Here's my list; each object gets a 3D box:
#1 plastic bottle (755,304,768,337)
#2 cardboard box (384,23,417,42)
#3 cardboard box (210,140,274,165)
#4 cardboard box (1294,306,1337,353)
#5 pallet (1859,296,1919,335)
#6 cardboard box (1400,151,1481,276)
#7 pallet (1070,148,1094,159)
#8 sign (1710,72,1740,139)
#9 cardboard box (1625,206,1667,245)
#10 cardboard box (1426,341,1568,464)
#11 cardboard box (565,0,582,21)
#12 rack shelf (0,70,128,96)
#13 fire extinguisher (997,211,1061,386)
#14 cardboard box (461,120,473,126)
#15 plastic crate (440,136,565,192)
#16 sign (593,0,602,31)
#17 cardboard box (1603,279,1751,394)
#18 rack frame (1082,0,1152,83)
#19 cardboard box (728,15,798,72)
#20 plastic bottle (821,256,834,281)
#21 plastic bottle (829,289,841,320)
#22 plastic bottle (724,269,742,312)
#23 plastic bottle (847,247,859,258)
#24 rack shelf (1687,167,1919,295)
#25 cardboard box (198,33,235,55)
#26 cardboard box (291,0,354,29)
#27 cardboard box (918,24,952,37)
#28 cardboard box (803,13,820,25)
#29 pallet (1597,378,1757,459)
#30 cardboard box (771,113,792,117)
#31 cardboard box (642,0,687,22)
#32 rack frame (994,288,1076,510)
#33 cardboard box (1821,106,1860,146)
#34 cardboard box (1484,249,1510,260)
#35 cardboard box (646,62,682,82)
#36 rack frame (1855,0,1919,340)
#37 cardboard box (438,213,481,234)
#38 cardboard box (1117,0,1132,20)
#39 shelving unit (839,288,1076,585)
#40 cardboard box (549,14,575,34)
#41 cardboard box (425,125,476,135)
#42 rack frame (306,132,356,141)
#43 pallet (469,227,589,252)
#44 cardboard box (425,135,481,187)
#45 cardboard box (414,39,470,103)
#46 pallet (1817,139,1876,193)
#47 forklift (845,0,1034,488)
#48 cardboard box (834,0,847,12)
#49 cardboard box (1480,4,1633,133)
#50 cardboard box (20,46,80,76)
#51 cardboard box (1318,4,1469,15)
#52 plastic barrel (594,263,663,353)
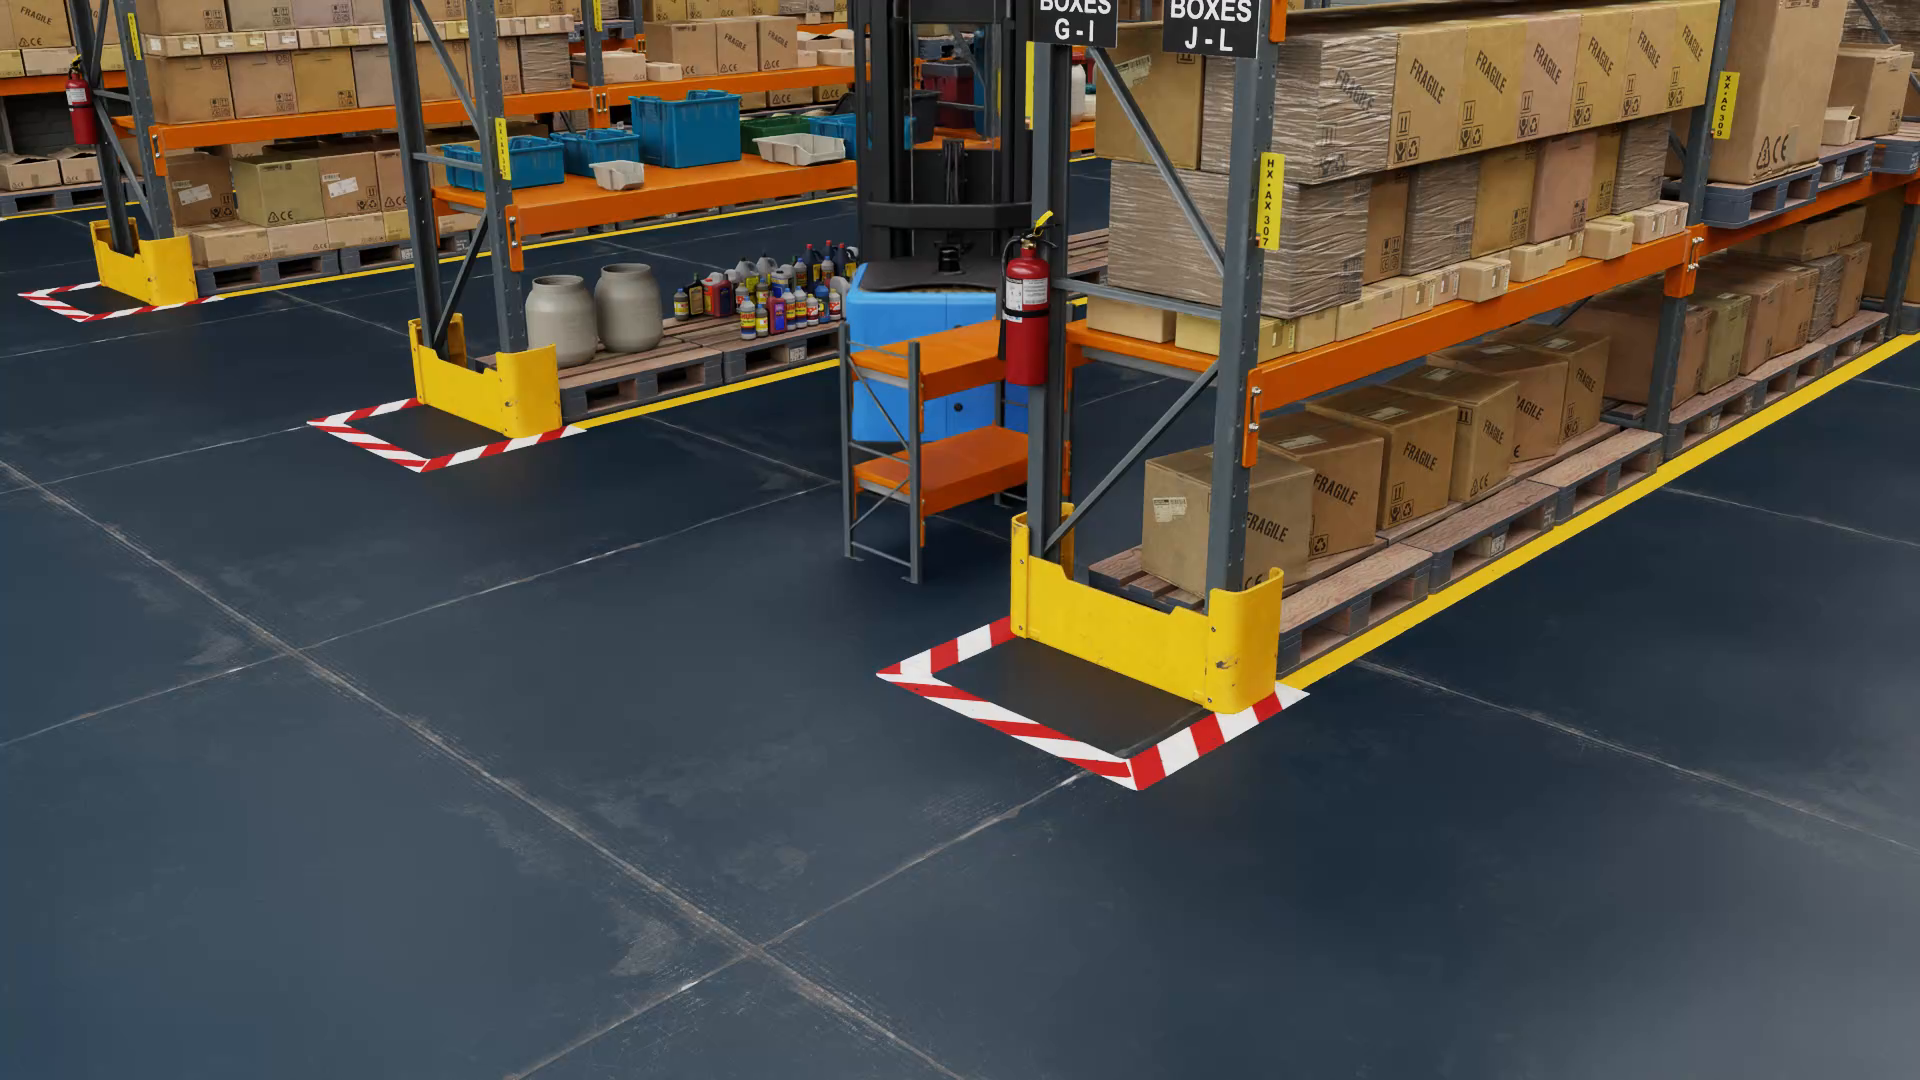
[{"bbox_3d":[-1.315,-1.449,10.952,0.097,0.201,0.097,0,21,0],"label":"plastic bottle"},{"bbox_3d":[-4.737,-4.235,13.869,0.250,0.149,0.380,-19,28,-40],"label":"cardboard box"},{"bbox_3d":[-7.878,-4.405,18.225,0.500,0.500,0.500,17,27,37],"label":"cardboard box"},{"bbox_3d":[1.231,-0.852,6.460,0.380,0.149,0.250,19,28,41],"label":"cardboard box"},{"bbox_3d":[6.858,-1.834,12.553,1.003,0.211,1.213,19,28,41],"label":"pallet"},{"bbox_3d":[1.720,-1.492,7.222,0.875,0.500,0.500,19,28,41],"label":"cardboard box"},{"bbox_3d":[1.409,-4.941,20.635,1.003,0.211,1.213,19,28,41],"label":"pallet"},{"bbox_3d":[3.858,-2.194,8.396,0.100,0.325,0.005,19,28,41],"label":"sign"},{"bbox_3d":[3.343,-1.616,8.448,0.380,0.149,0.250,19,28,41],"label":"cardboard box"},{"bbox_3d":[2.762,-0.711,8.643,0.500,0.500,0.500,-11,23,-25],"label":"cardboard box"},{"bbox_3d":[-5.084,-6.650,20.442,0.700,0.500,0.500,16,26,36],"label":"cardboard box"},{"bbox_3d":[-8.578,-4.793,17.367,1.077,0.370,4.000,19,28,41],"label":"rack shelf"},{"bbox_3d":[0.264,-0.946,6.462,0.296,0.674,0.183,19,28,41],"label":"fire extinguisher"},{"bbox_3d":[-5.972,-5.142,20.142,0.700,0.500,0.500,20,28,41],"label":"cardboard box"},{"bbox_3d":[-2.740,-2.270,10.006,0.499,0.251,0.616,19,28,41],"label":"plastic crate"},{"bbox_3d":[-3.232,-4.707,14.823,0.100,0.325,0.005,19,28,41],"label":"sign"},{"bbox_3d":[4.254,-1.233,9.972,0.700,0.500,0.500,19,28,40],"label":"cardboard box"},{"bbox_3d":[1.950,-6.461,20.703,1.000,3.000,0.127,19,28,41],"label":"rack frame"},{"bbox_3d":[-1.999,-5.044,16.877,0.500,0.500,0.500,17,27,38],"label":"cardboard box"},{"bbox_3d":[-0.960,-1.924,12.090,0.097,0.271,0.097,0,21,0],"label":"plastic bottle"},{"bbox_3d":[-0.866,-1.615,11.382,0.097,0.201,0.097,0,21,0],"label":"plastic bottle"},{"bbox_3d":[-1.616,-1.745,11.617,0.152,0.276,0.135,18,28,39],"label":"plastic bottle"},{"bbox_3d":[-0.827,-2.036,12.373,0.135,0.276,0.152,-19,28,-40],"label":"plastic bottle"},{"bbox_3d":[4.859,-2.102,10.366,1.077,0.370,4.000,19,28,41],"label":"rack shelf"},{"bbox_3d":[-5.811,-3.841,12.844,0.380,0.149,0.250,18,28,39],"label":"cardboard box"},{"bbox_3d":[-5.336,-4.425,13.459,0.700,0.500,0.500,19,28,41],"label":"cardboard box"},{"bbox_3d":[-0.482,-5.865,18.429,0.700,0.500,0.500,9,23,23],"label":"cardboard box"},{"bbox_3d":[-2.149,-7.225,23.014,0.380,0.149,0.250,19,28,41],"label":"cardboard box"},{"bbox_3d":[4.006,-0.823,9.921,1.003,0.211,1.213,19,28,41],"label":"pallet"},{"bbox_3d":[-1.777,-4.409,17.829,0.500,0.311,0.500,18,28,39],"label":"cardboard box"},{"bbox_3d":[-3.870,-6.927,21.334,0.500,0.500,0.500,-19,28,-40],"label":"cardboard box"},{"bbox_3d":[0.361,-0.644,8.182,0.032,1.125,0.500,-20,28,-41],"label":"rack frame"},{"bbox_3d":[5.285,-2.589,10.232,0.396,0.266,0.258,18,28,39],"label":"cardboard box"},{"bbox_3d":[2.239,-1.251,7.498,0.380,0.149,0.250,19,28,41],"label":"cardboard box"},{"bbox_3d":[-2.866,-4.464,15.857,0.380,0.149,0.250,19,28,41],"label":"cardboard box"},{"bbox_3d":[6.254,-2.952,11.575,1.000,3.000,0.127,19,28,41],"label":"rack frame"},{"bbox_3d":[-4.492,-2.885,14.646,0.500,0.250,0.500,19,28,41],"label":"cardboard box"},{"bbox_3d":[2.115,-6.700,21.186,0.500,0.500,0.500,-20,28,-41],"label":"cardboard box"},{"bbox_3d":[0.001,-0.515,7.847,1.048,1.125,0.538,-20,28,-41],"label":"shelving unit"},{"bbox_3d":[-3.667,-4.630,14.897,0.380,0.149,0.250,19,28,41],"label":"cardboard box"},{"bbox_3d":[-4.522,-3.496,15.190,0.500,0.500,0.500,19,28,41],"label":"cardboard box"},{"bbox_3d":[-7.183,-5.643,18.576,1.000,3.000,0.127,19,28,41],"label":"rack frame"},{"bbox_3d":[-4.216,-2.909,15.348,1.003,0.211,1.213,19,28,41],"label":"pallet"},{"bbox_3d":[-4.501,-3.238,14.520,0.500,0.500,0.500,19,28,41],"label":"cardboard box"},{"bbox_3d":[-4.652,-4.070,14.344,0.500,0.500,0.700,-20,28,-41],"label":"cardboard box"},{"bbox_3d":[4.903,-2.344,10.259,1.003,0.211,1.213,19,28,41],"label":"pallet"},{"bbox_3d":[-0.022,-2.116,9.495,1.130,2.935,3.031,1,21,2],"label":"forklift"},{"bbox_3d":[-1.743,-7.713,23.378,0.500,0.500,0.500,19,28,40],"label":"cardboard box"},{"bbox_3d":[2.650,-2.135,7.500,0.500,0.500,0.500,19,28,41],"label":"cardboard box"},{"bbox_3d":[-9.053,-4.737,16.400,0.500,0.250,0.500,18,28,39],"label":"cardboard box"},{"bbox_3d":[1.930,-2.136,7.502,0.500,0.500,0.500,19,28,41],"label":"cardboard box"},{"bbox_3d":[-2.121,-1.487,10.646,0.421,0.512,0.421,0,21,0],"label":"plastic barrel"}]
